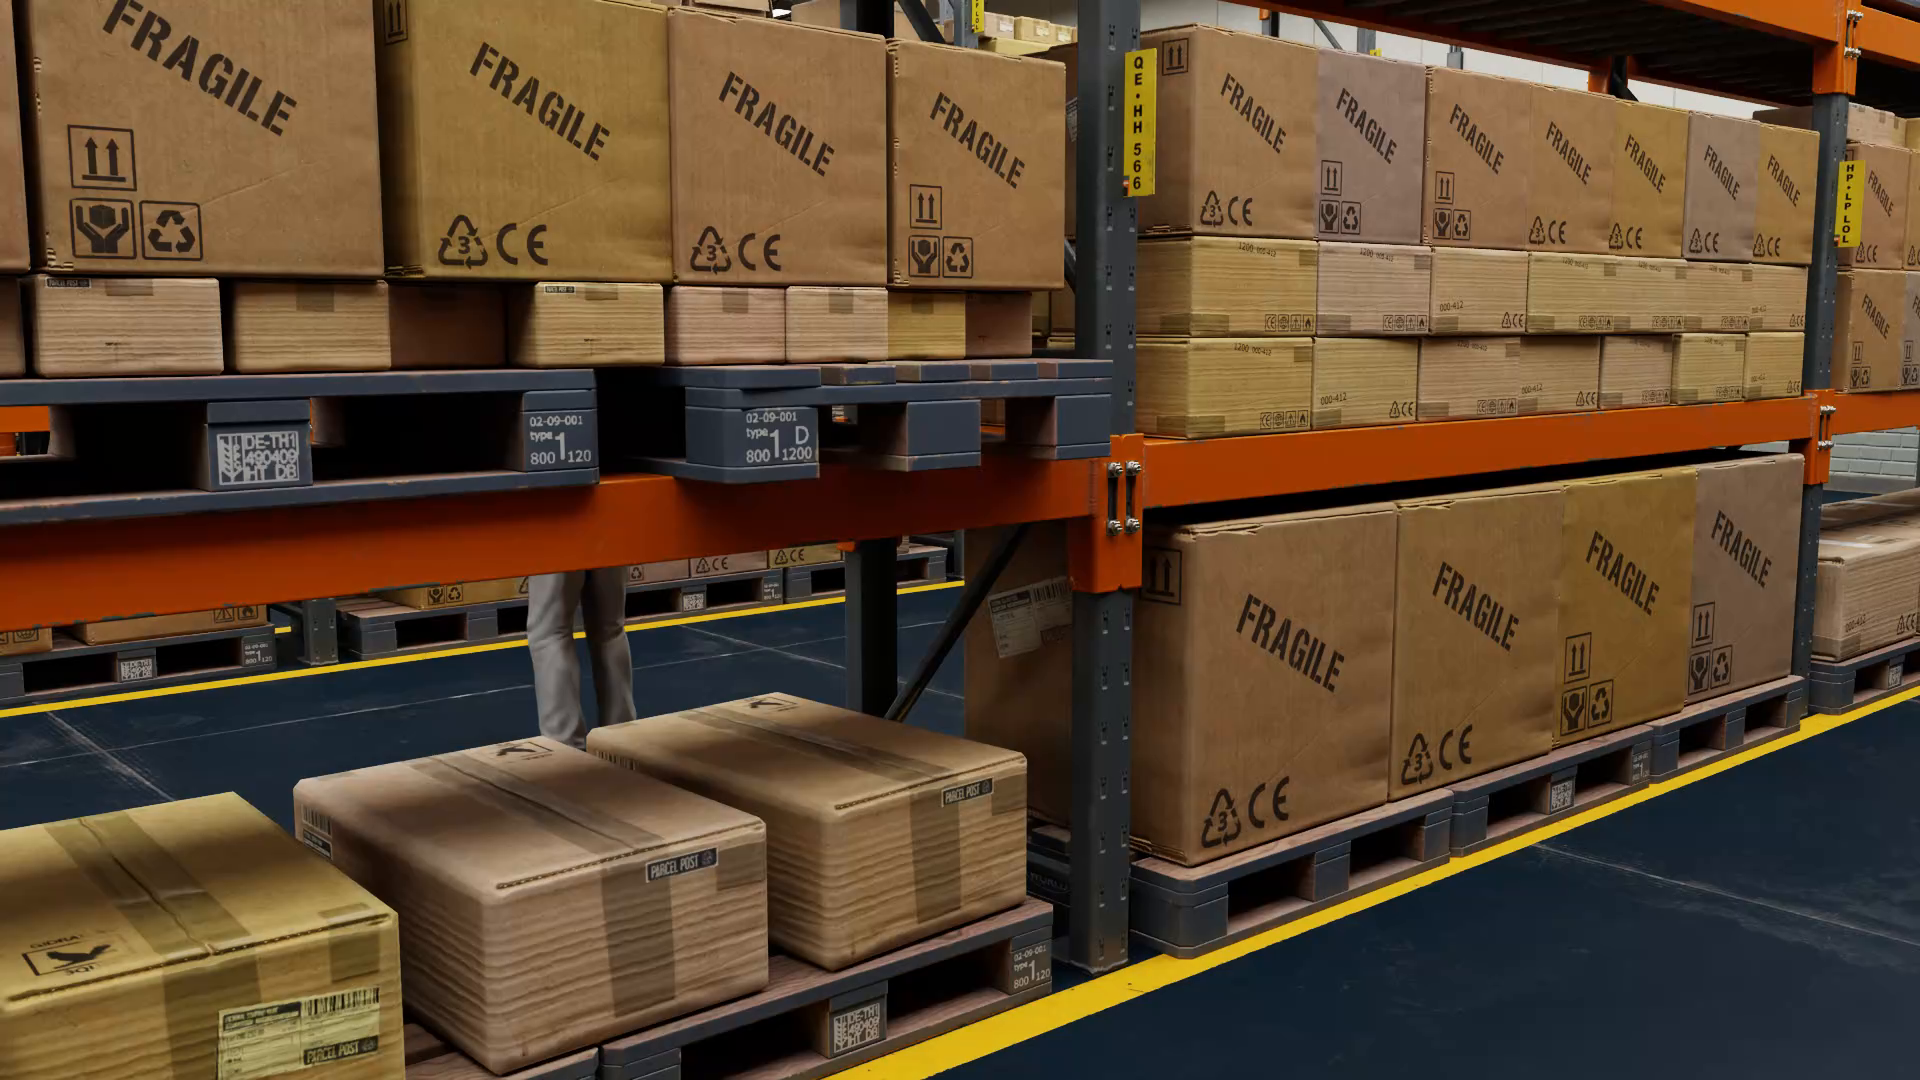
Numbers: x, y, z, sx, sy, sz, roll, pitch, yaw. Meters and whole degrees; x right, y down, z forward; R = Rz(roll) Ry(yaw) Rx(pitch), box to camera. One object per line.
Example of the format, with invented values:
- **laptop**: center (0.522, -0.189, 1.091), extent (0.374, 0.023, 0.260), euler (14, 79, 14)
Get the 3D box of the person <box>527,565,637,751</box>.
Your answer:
- **person**: center (-1.402, -0.019, 5.981), extent (0.438, 1.662, 0.560), euler (-6, 10, -40)
